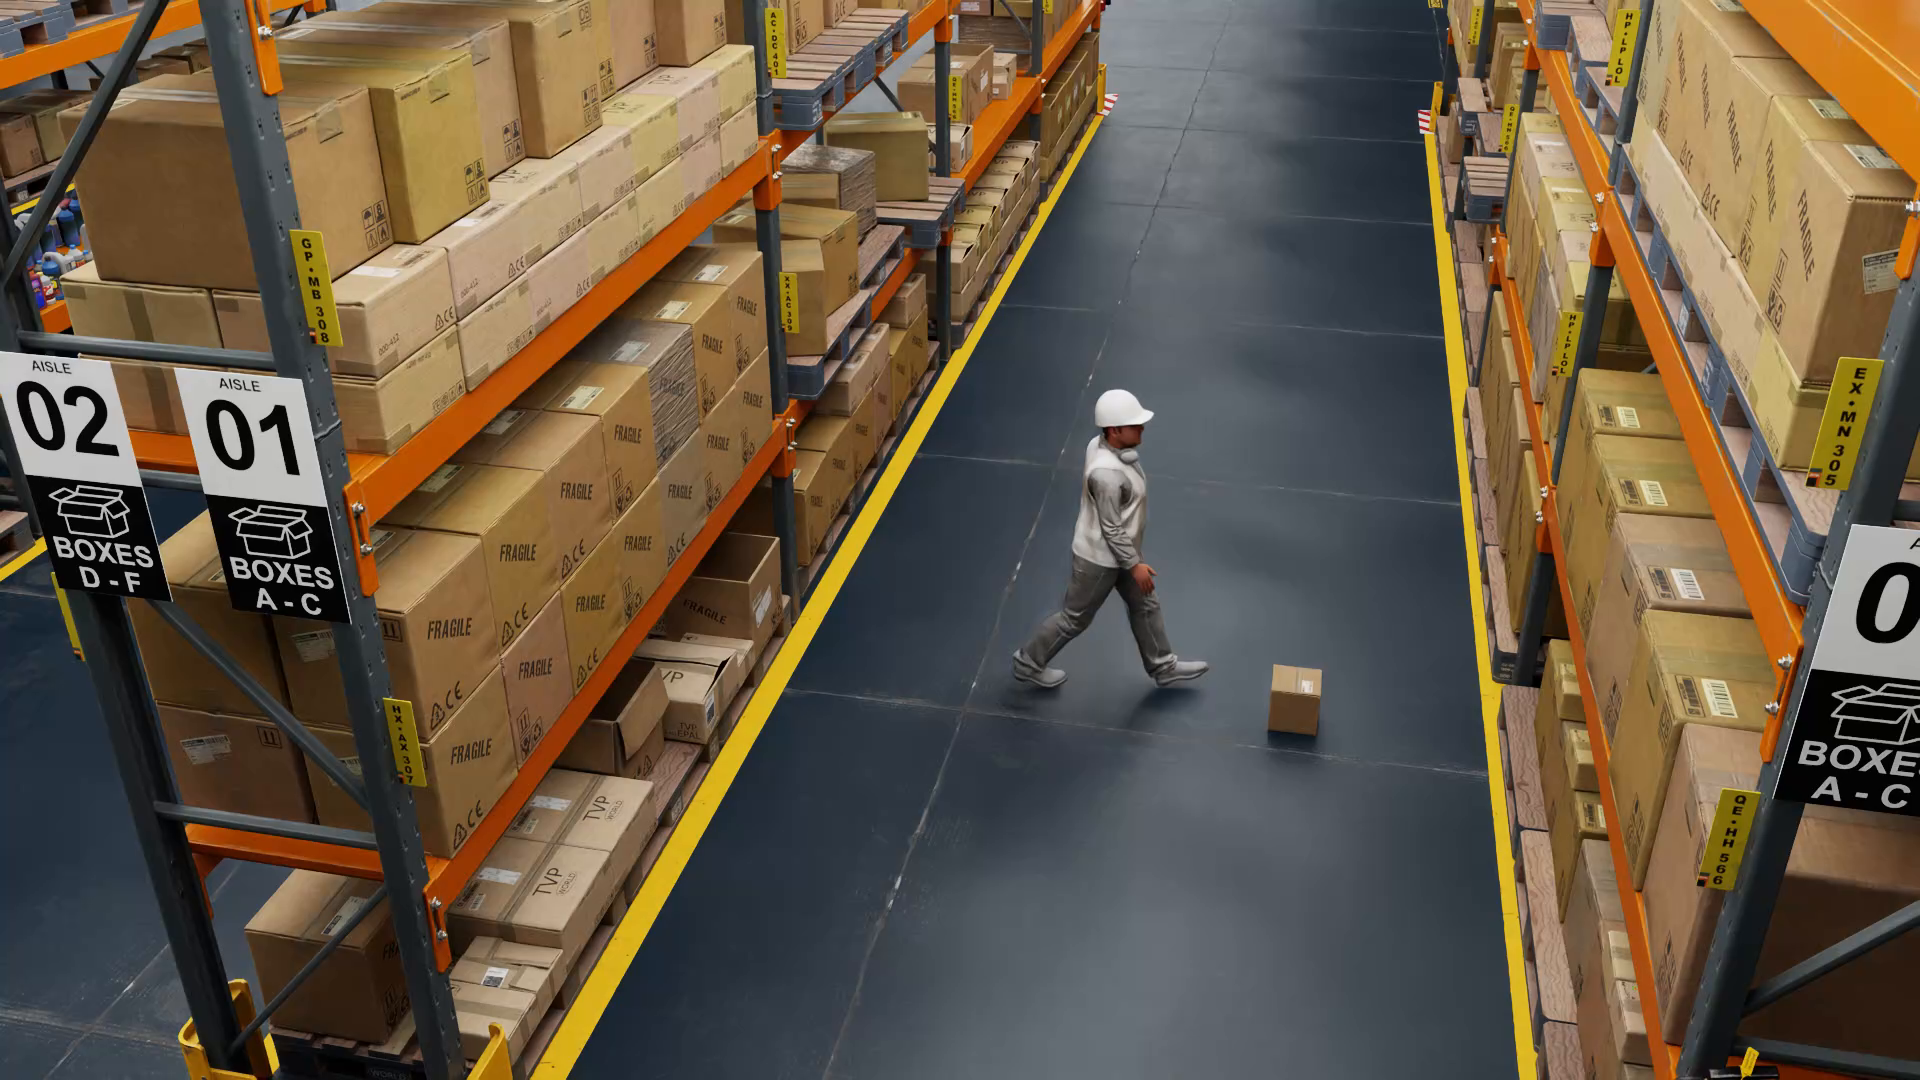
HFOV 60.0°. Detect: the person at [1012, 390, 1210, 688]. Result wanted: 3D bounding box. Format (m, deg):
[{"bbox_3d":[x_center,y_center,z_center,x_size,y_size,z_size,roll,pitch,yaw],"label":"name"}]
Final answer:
[{"bbox_3d":[0.802,0.035,8.549,1.040,1.724,0.568,6,29,11],"label":"person"}]
